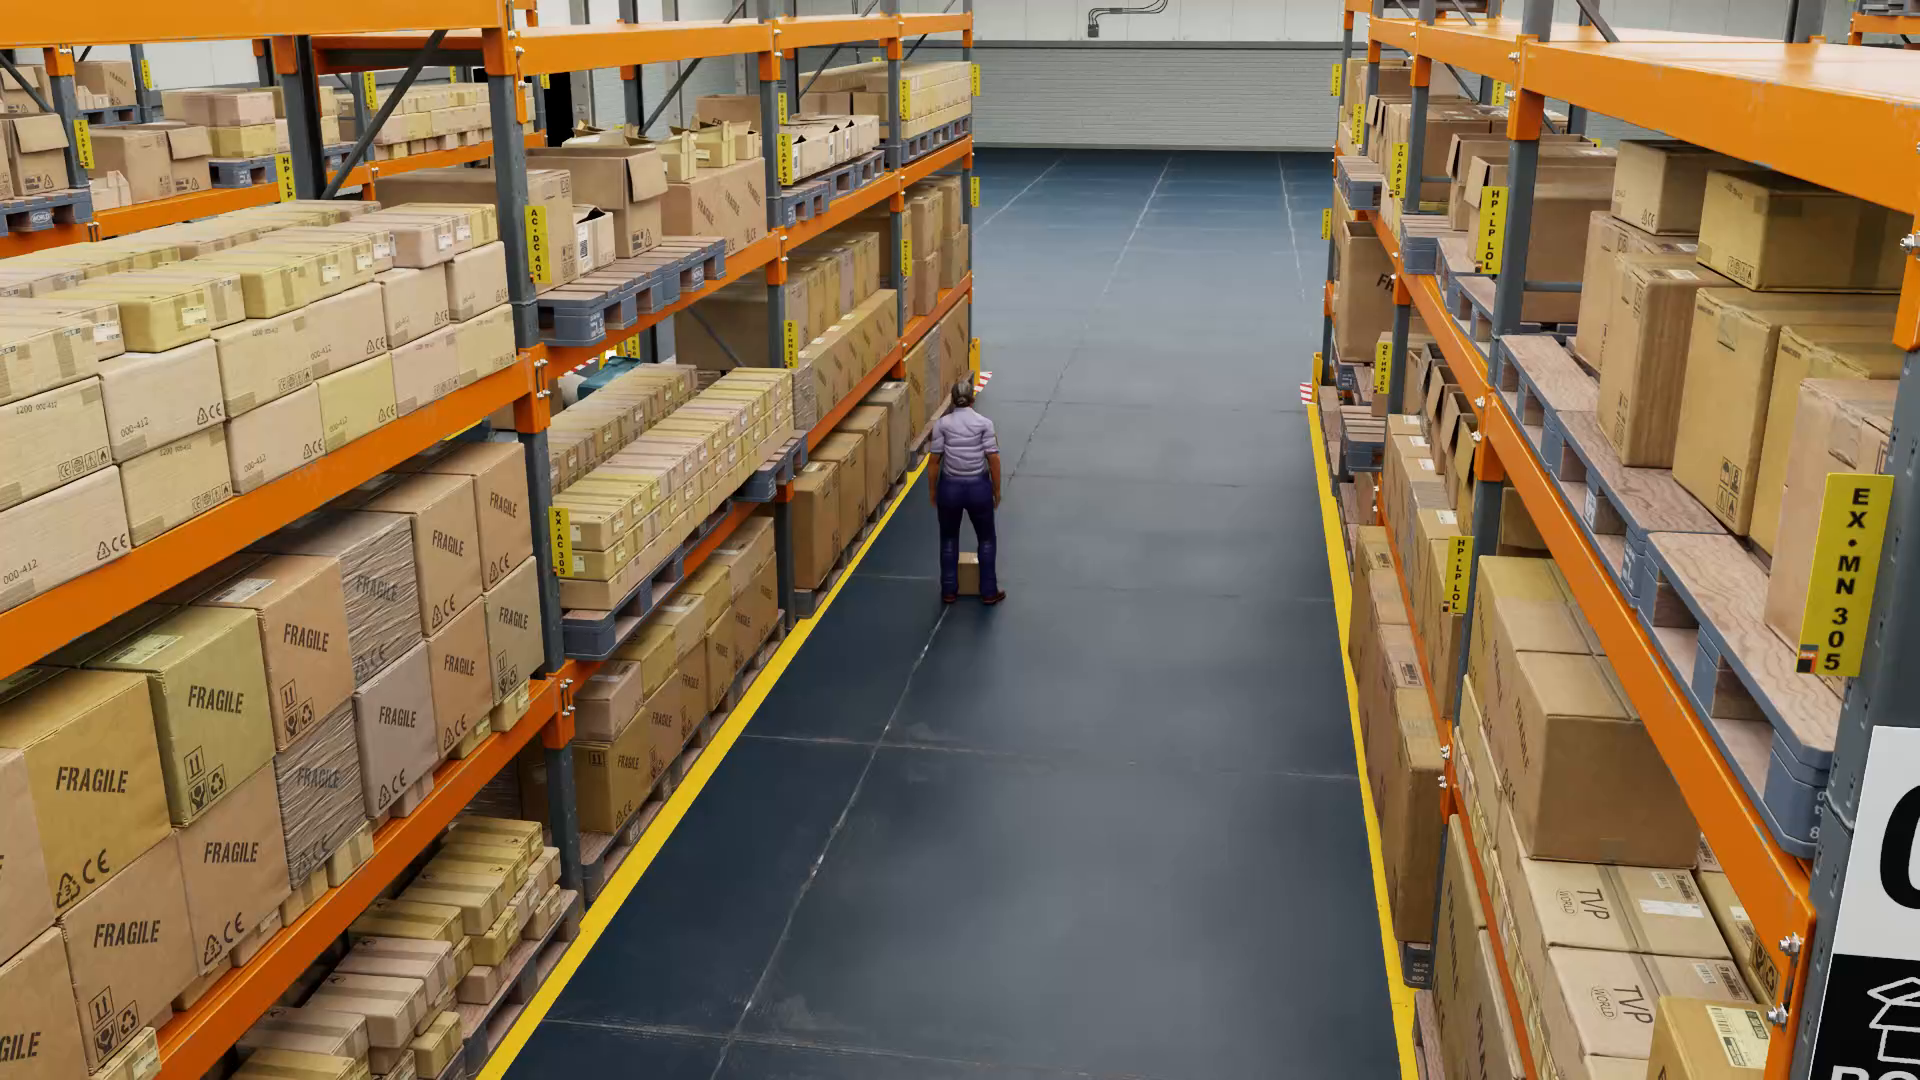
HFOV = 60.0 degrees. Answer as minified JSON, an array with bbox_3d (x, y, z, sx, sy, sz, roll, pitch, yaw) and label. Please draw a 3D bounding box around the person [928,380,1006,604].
[{"bbox_3d":[0.050,-0.340,12.113,0.565,1.651,0.373,2,18,5],"label":"person"}]
